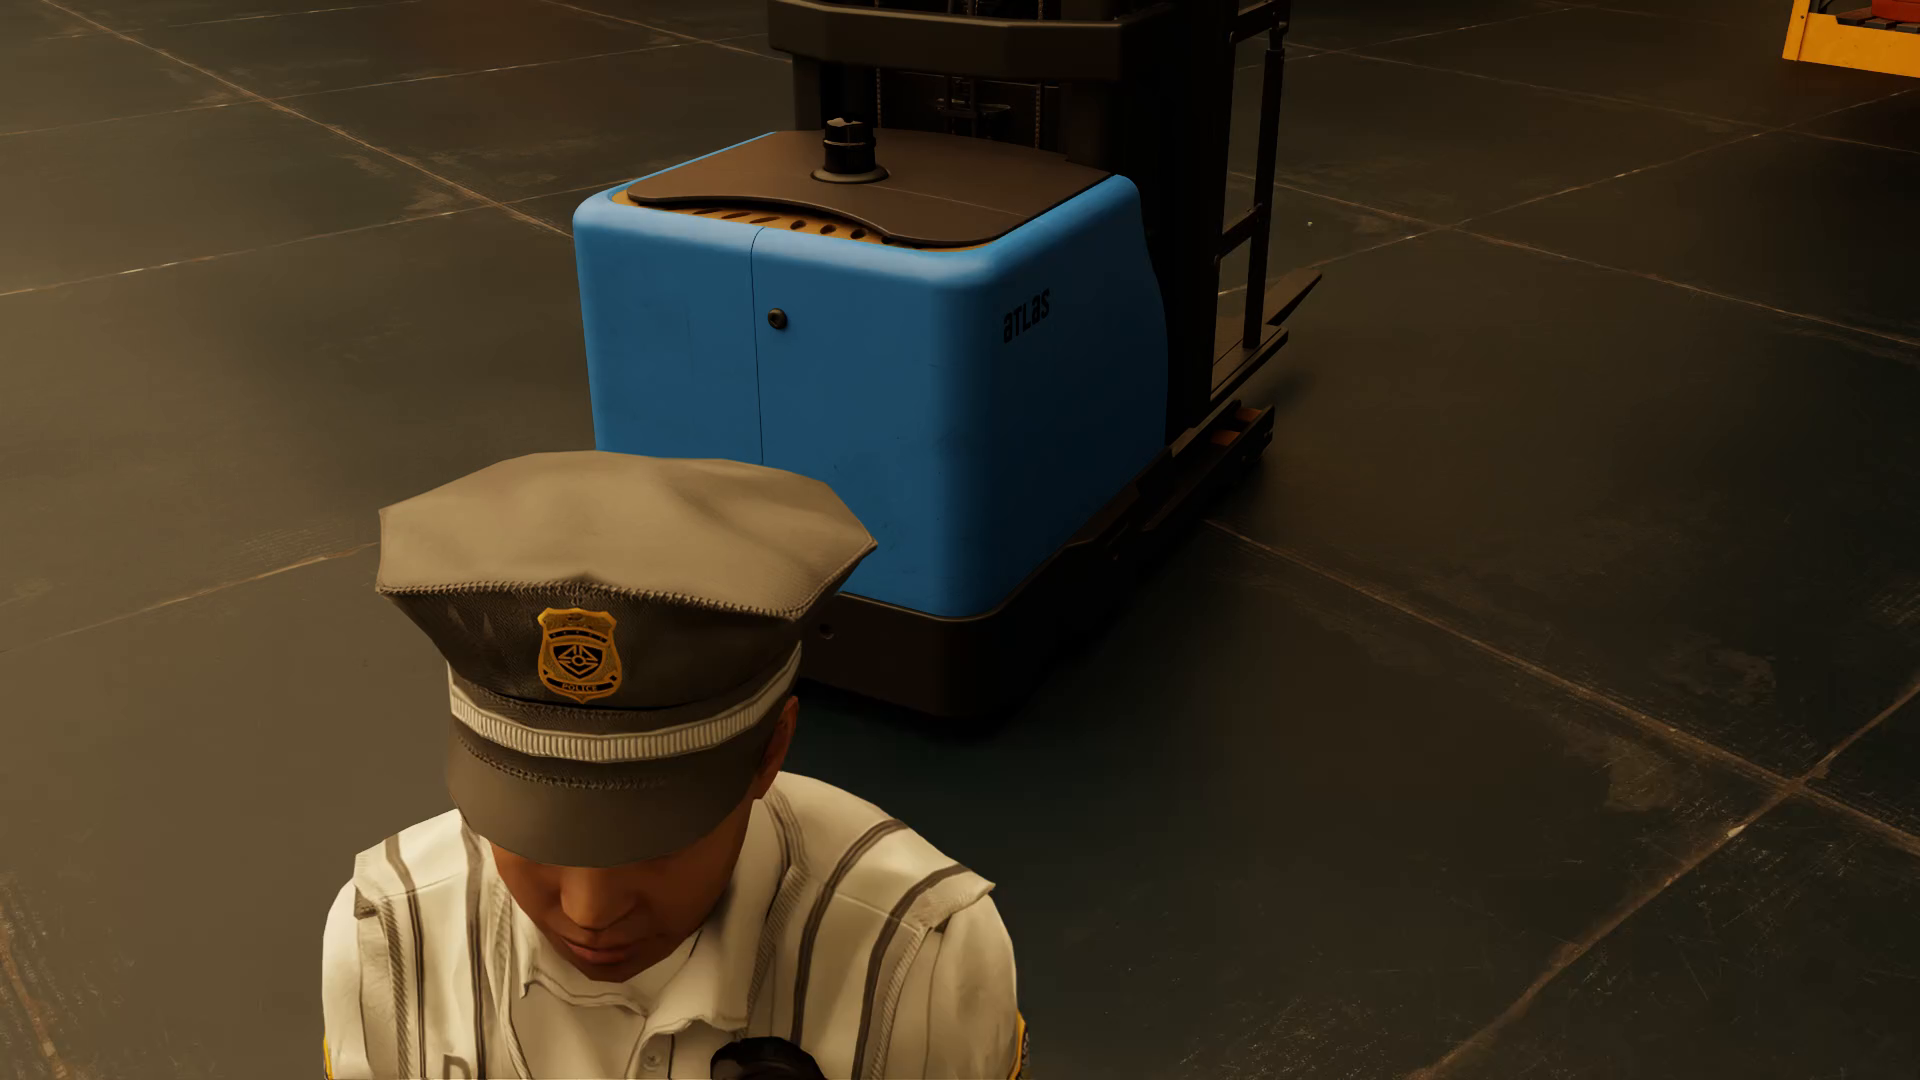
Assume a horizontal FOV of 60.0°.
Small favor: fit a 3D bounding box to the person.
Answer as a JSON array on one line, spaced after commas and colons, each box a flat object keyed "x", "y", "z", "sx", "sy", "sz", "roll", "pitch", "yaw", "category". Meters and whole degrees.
[{"x": -0.186, "y": 0.692, "z": 1.235, "sx": 0.543, "sy": 1.665, "sz": 0.373, "roll": 1, "pitch": 26, "yaw": 3, "category": "person"}]

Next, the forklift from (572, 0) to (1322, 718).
[{"x": 0.285, "y": -1.552, "z": 4.331, "sx": 1.130, "sy": 2.935, "sz": 3.031, "roll": 13, "pitch": 29, "yaw": 25, "category": "forklift"}]
